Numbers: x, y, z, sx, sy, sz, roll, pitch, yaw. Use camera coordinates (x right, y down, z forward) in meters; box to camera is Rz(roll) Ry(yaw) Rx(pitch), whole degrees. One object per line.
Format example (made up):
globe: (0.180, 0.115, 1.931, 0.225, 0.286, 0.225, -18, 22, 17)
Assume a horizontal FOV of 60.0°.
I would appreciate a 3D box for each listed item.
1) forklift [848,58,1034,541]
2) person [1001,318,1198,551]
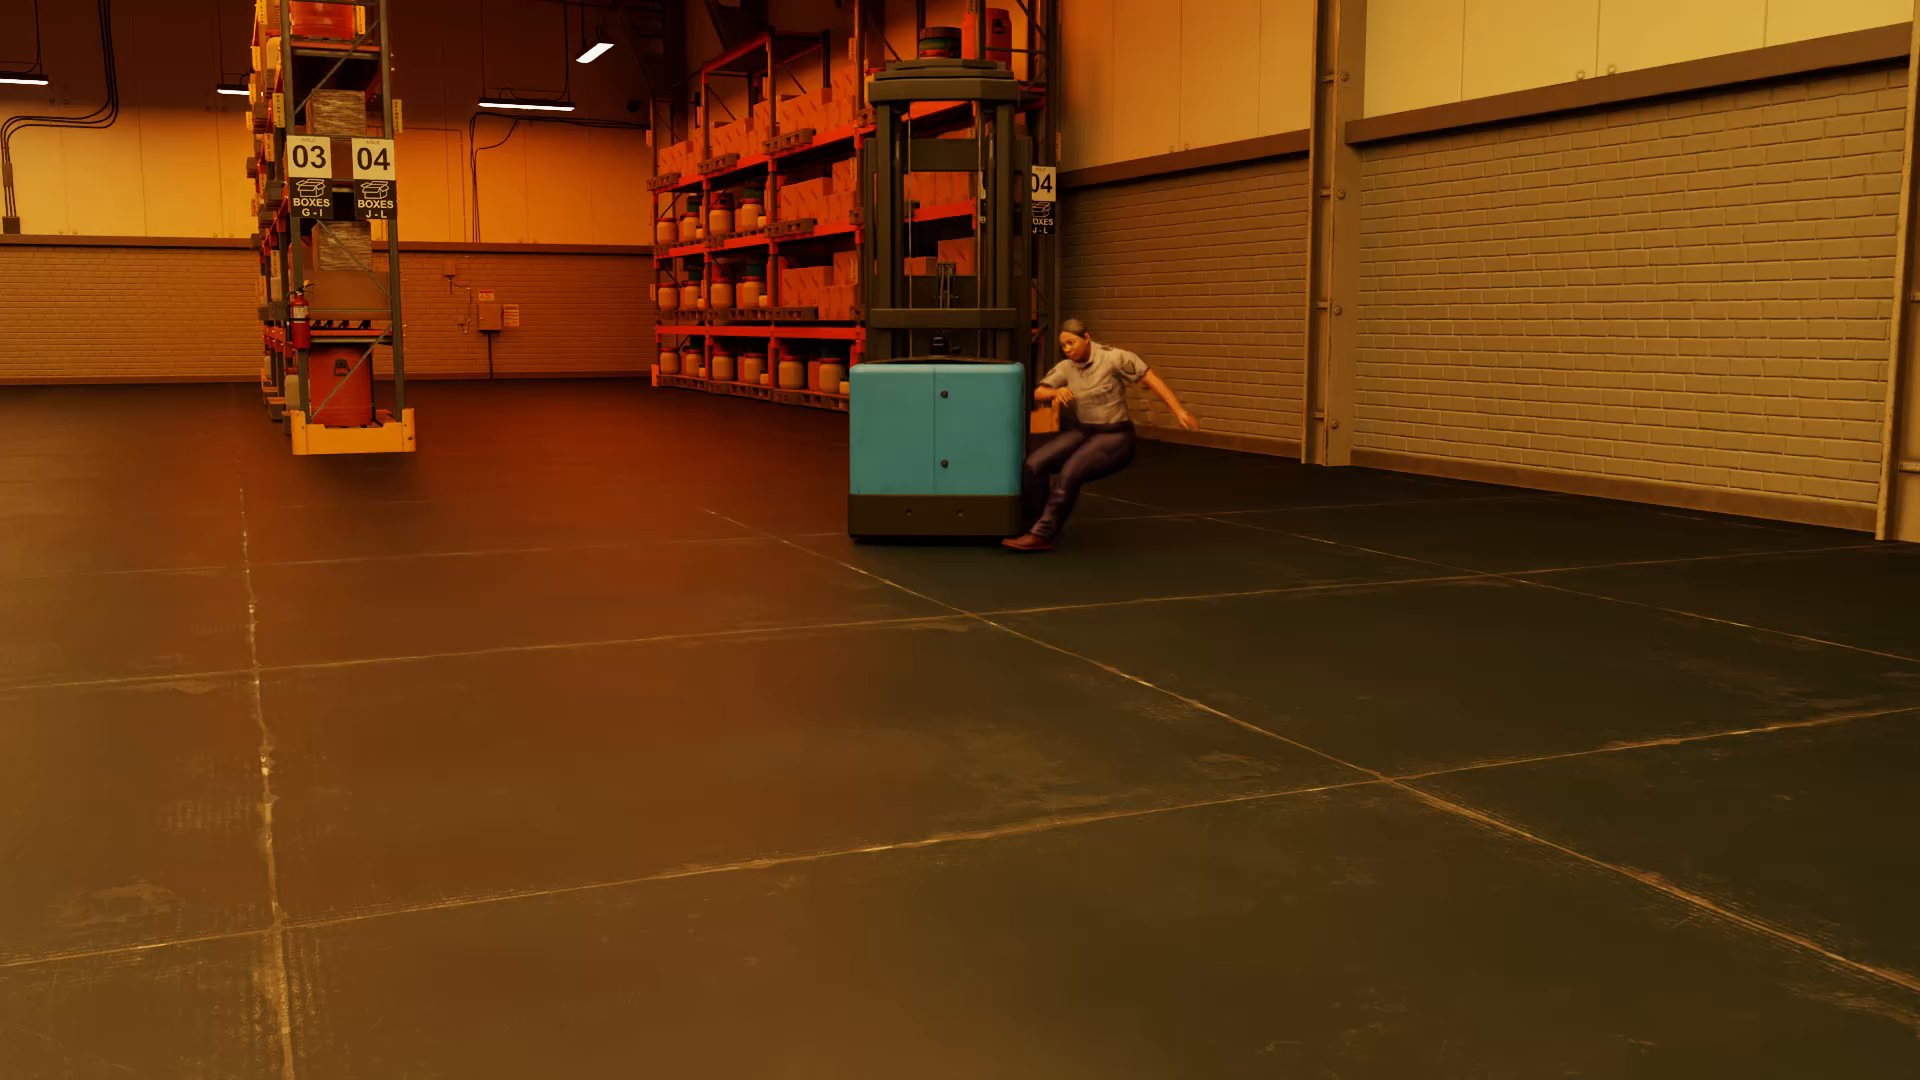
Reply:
forklift: (-0.061, -1.605, 11.113, 1.130, 2.935, 3.031, 0, 8, 3)
person: (0.718, -0.583, 9.657, 0.892, 1.397, 1.014, -7, 11, -44)
